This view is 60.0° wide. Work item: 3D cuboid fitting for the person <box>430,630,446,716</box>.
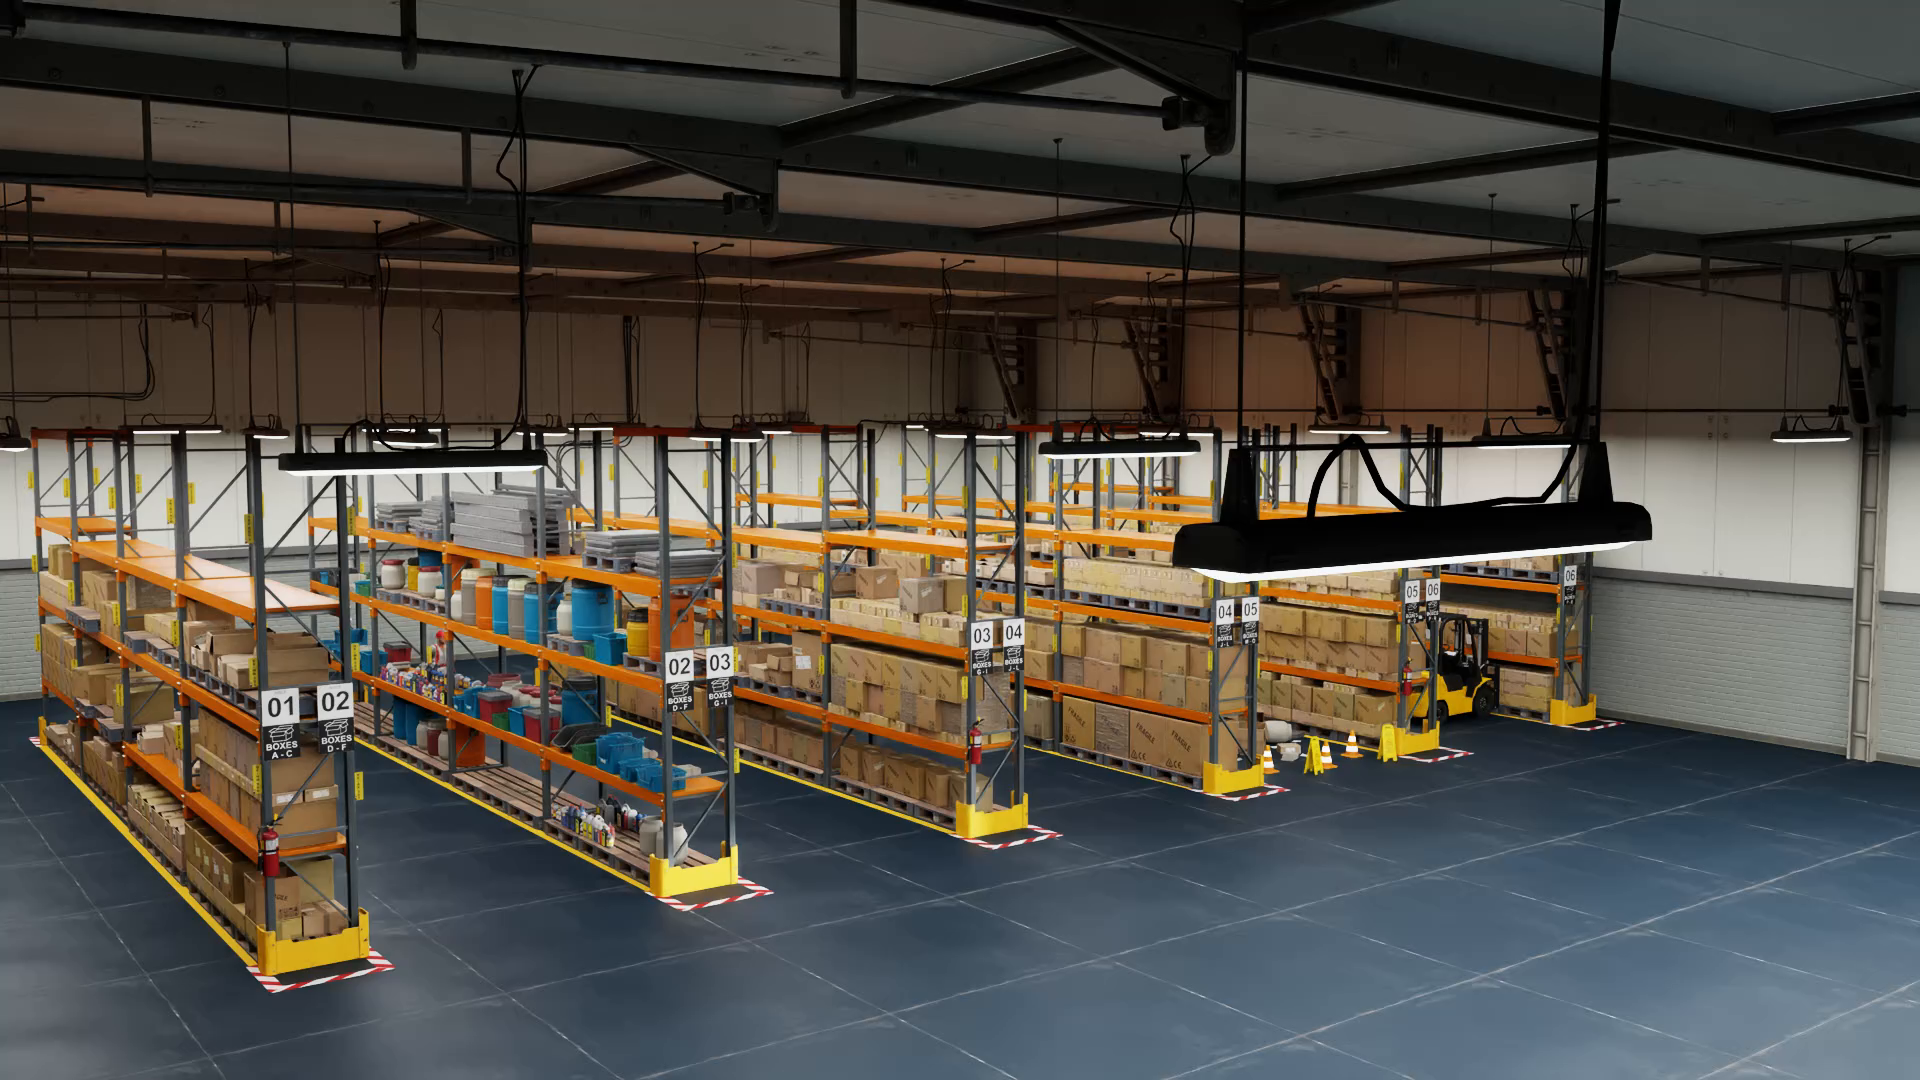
[{"bbox_3d":[-10.897,2.743,34.609,0.719,1.762,0.623,3,6,36],"label":"person"}]
